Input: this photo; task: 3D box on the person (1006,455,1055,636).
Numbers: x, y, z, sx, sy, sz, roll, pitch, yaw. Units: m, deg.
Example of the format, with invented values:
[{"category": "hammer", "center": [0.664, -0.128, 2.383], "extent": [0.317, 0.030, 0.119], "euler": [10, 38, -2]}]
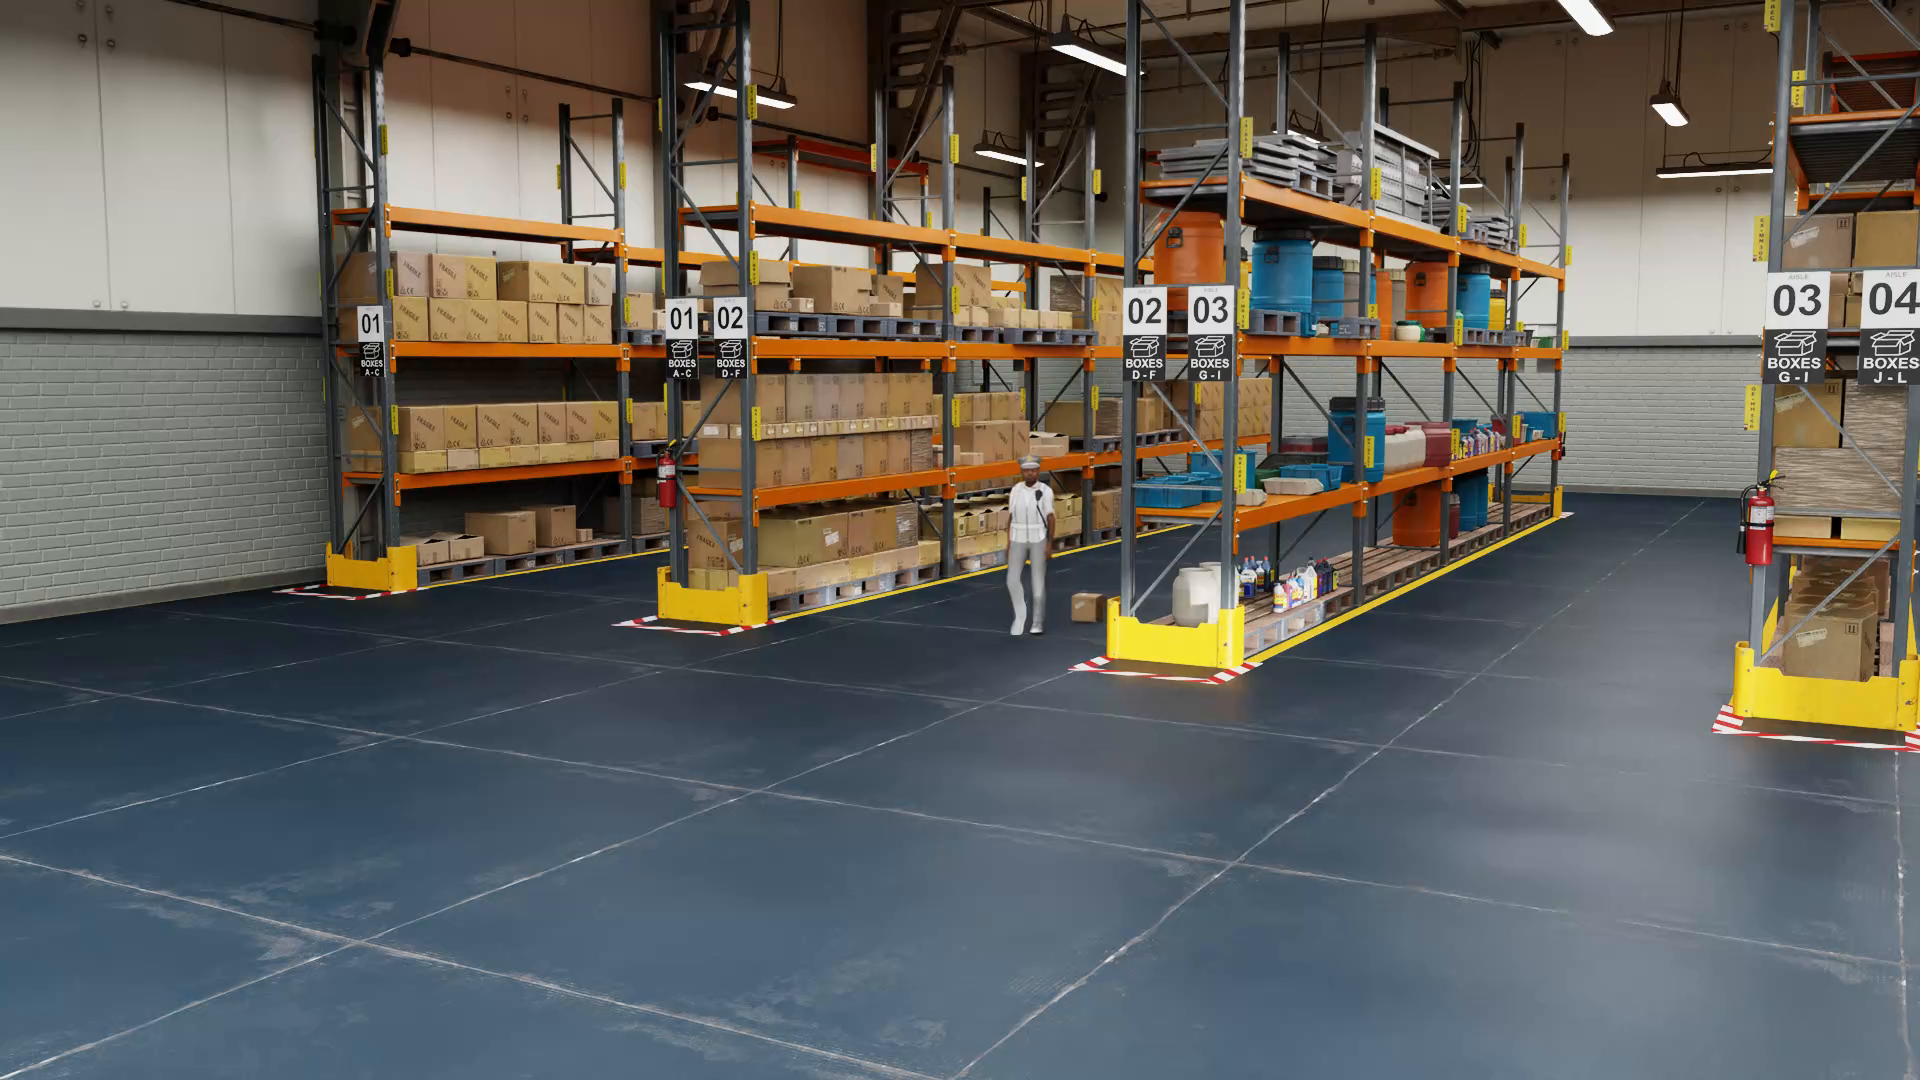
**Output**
[{"category": "person", "center": [0.653, 0.062, 15.644], "extent": [0.483, 1.734, 0.463], "euler": [1, 6, 12]}]
